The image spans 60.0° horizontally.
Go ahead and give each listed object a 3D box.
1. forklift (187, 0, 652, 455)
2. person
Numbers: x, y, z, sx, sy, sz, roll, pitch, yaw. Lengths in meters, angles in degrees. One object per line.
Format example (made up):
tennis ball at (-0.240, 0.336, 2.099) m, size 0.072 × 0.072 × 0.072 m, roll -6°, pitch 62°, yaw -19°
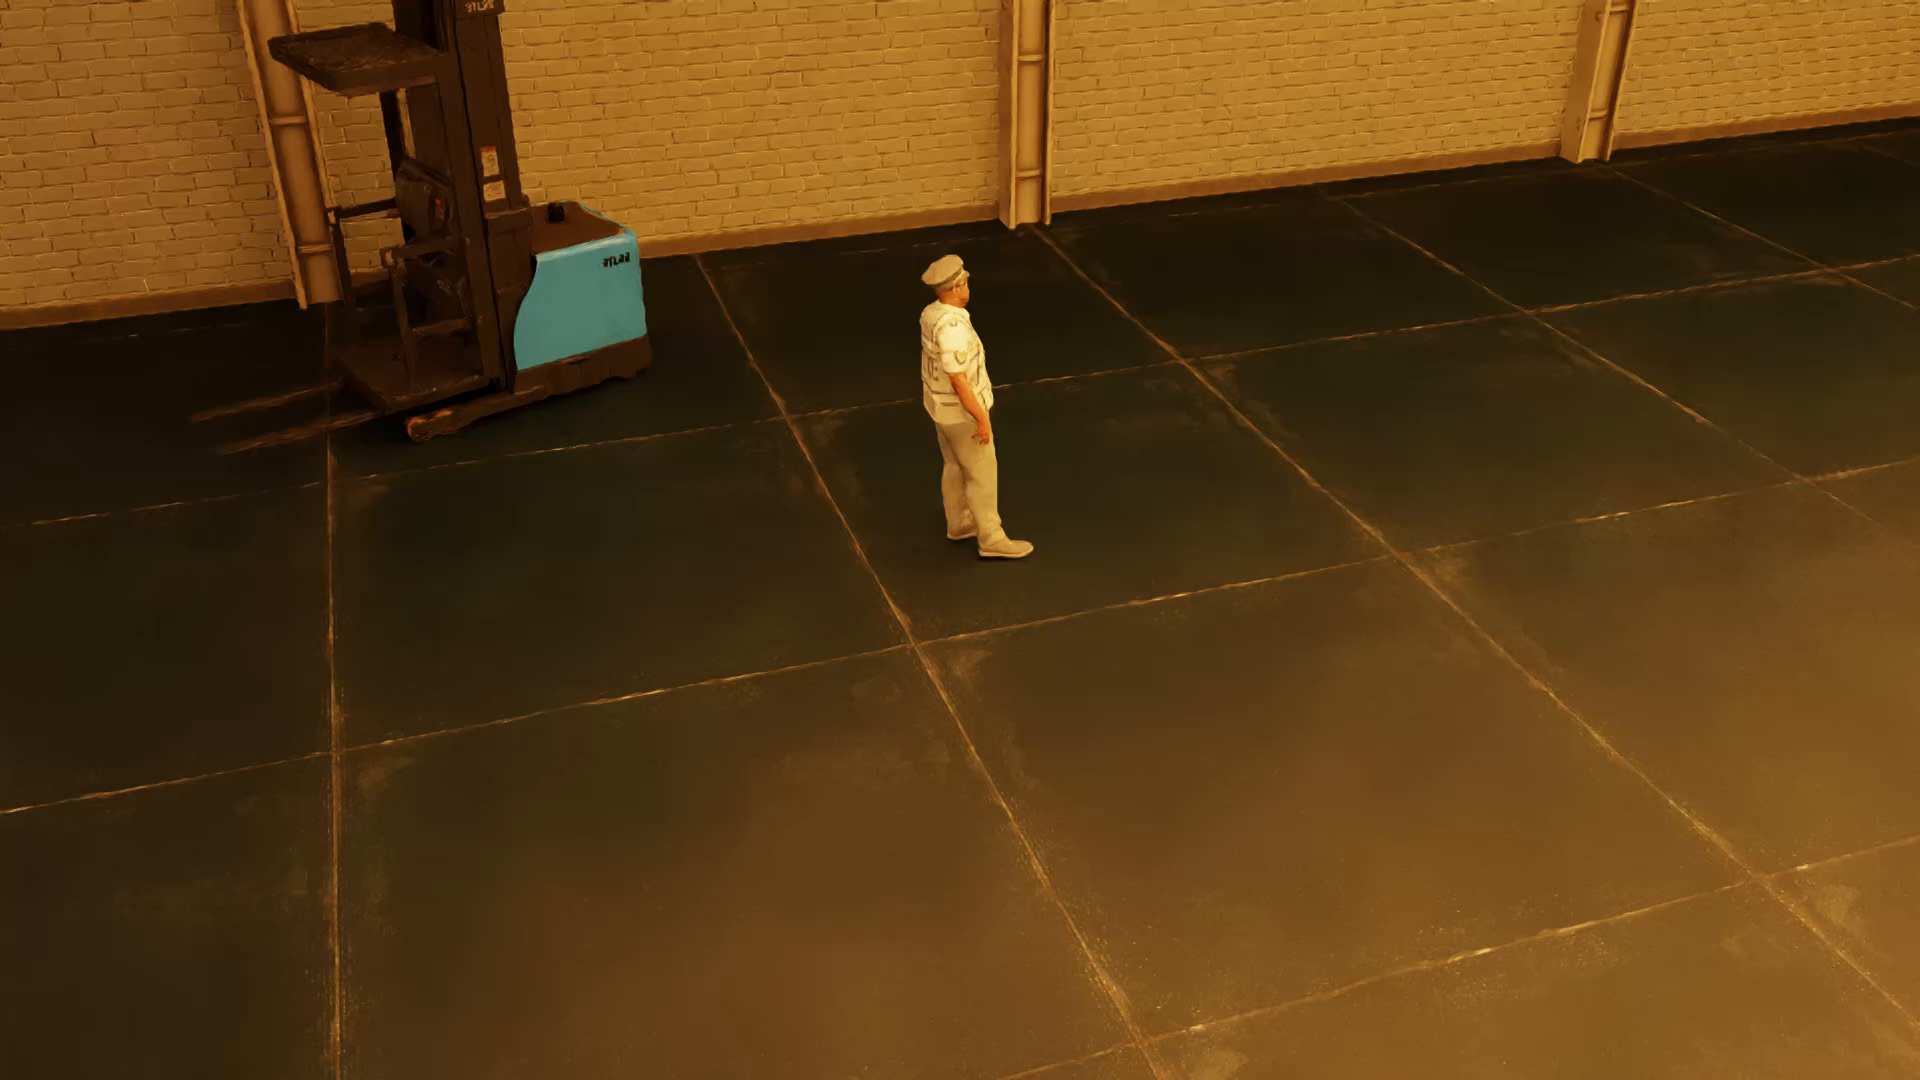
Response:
forklift at (-3.713, -2.222, 10.950) m, size 3.031 × 2.935 × 1.130 m, roll -22°, pitch 36°, yaw -33°
person at (0.078, -0.786, 9.589) m, size 0.574 × 1.781 × 0.640 m, roll -10°, pitch 31°, yaw -16°
